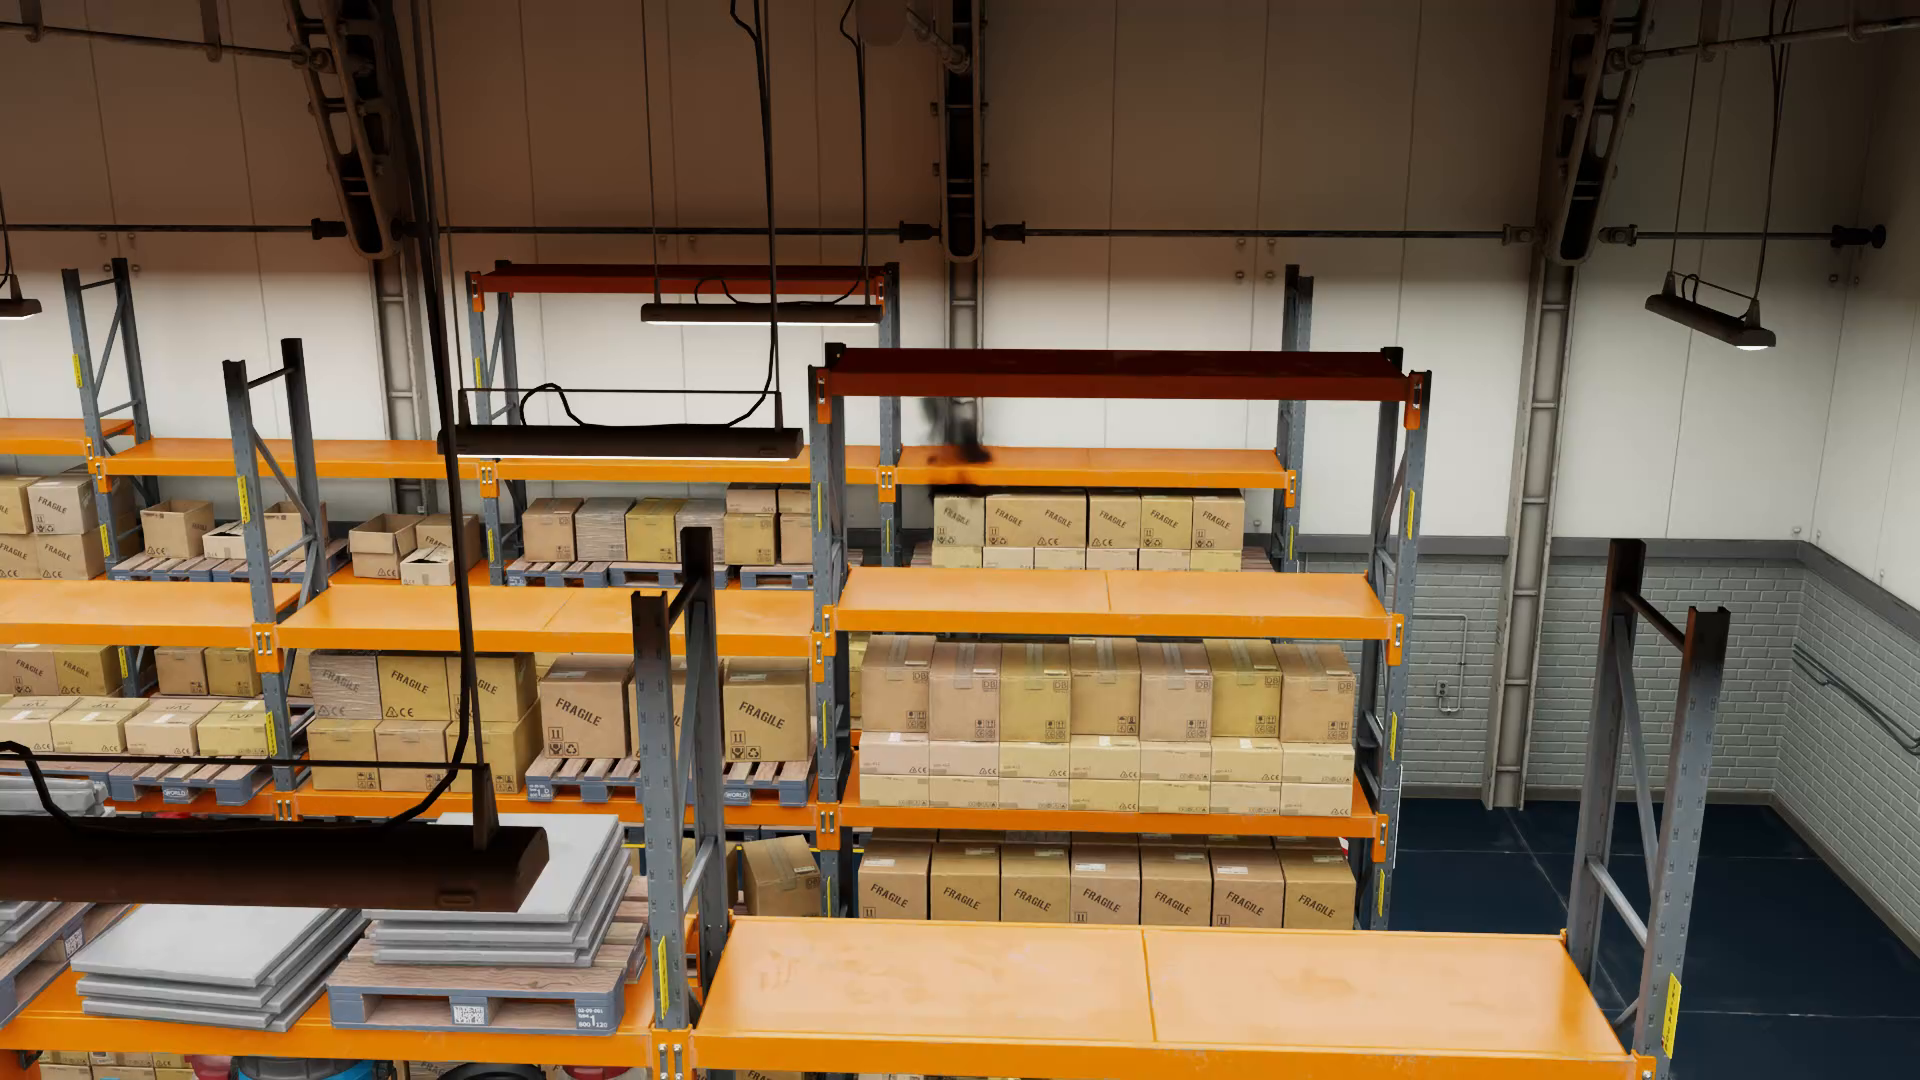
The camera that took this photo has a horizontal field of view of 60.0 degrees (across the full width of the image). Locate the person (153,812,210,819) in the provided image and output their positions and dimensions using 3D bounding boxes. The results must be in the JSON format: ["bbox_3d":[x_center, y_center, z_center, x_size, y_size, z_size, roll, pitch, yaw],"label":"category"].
[{"bbox_3d":[-7.310,2.932,15.445,0.659,1.698,0.647,-2,16,-7],"label":"person"}]
